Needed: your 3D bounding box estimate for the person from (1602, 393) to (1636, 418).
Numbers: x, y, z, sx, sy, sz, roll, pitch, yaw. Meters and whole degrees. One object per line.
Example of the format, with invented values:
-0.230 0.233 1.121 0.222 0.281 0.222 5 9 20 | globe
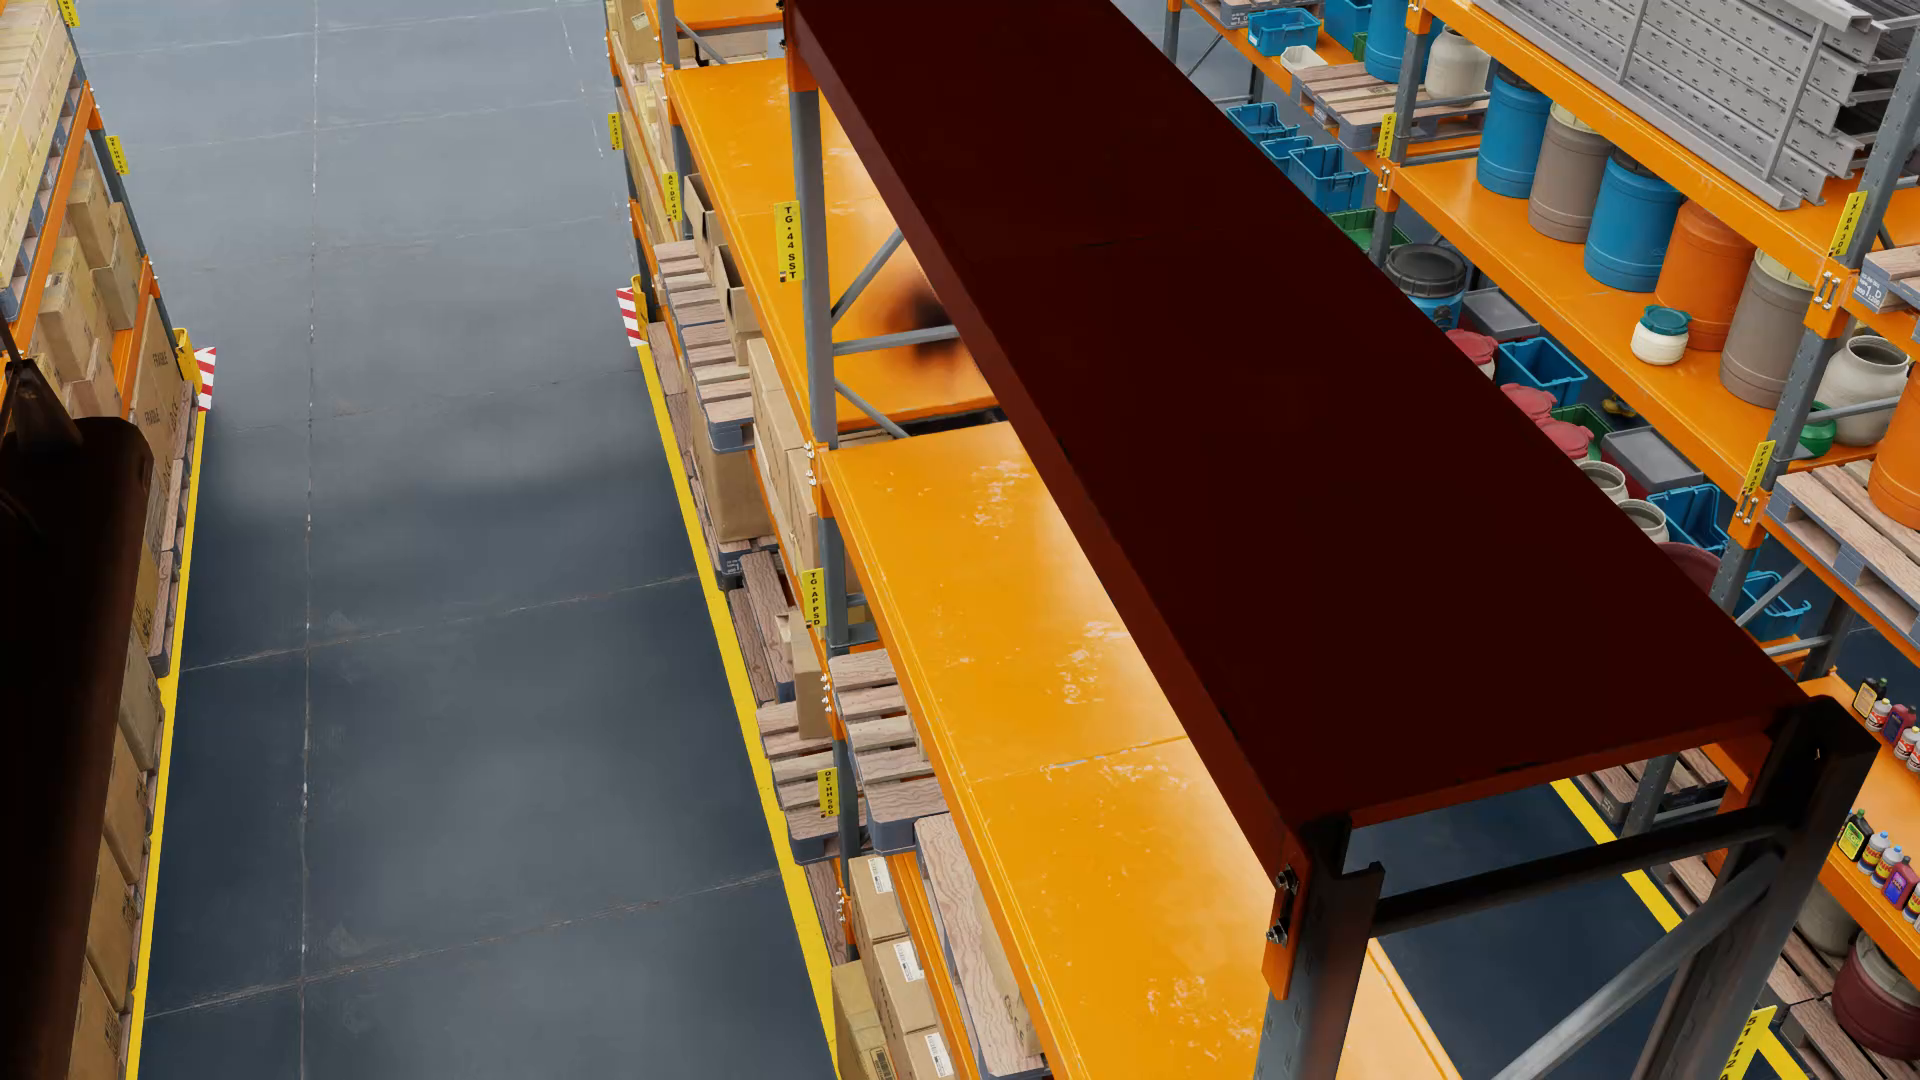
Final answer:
5.543 -1.833 13.728 0.763 1.758 0.592 -15 41 -18 | person
